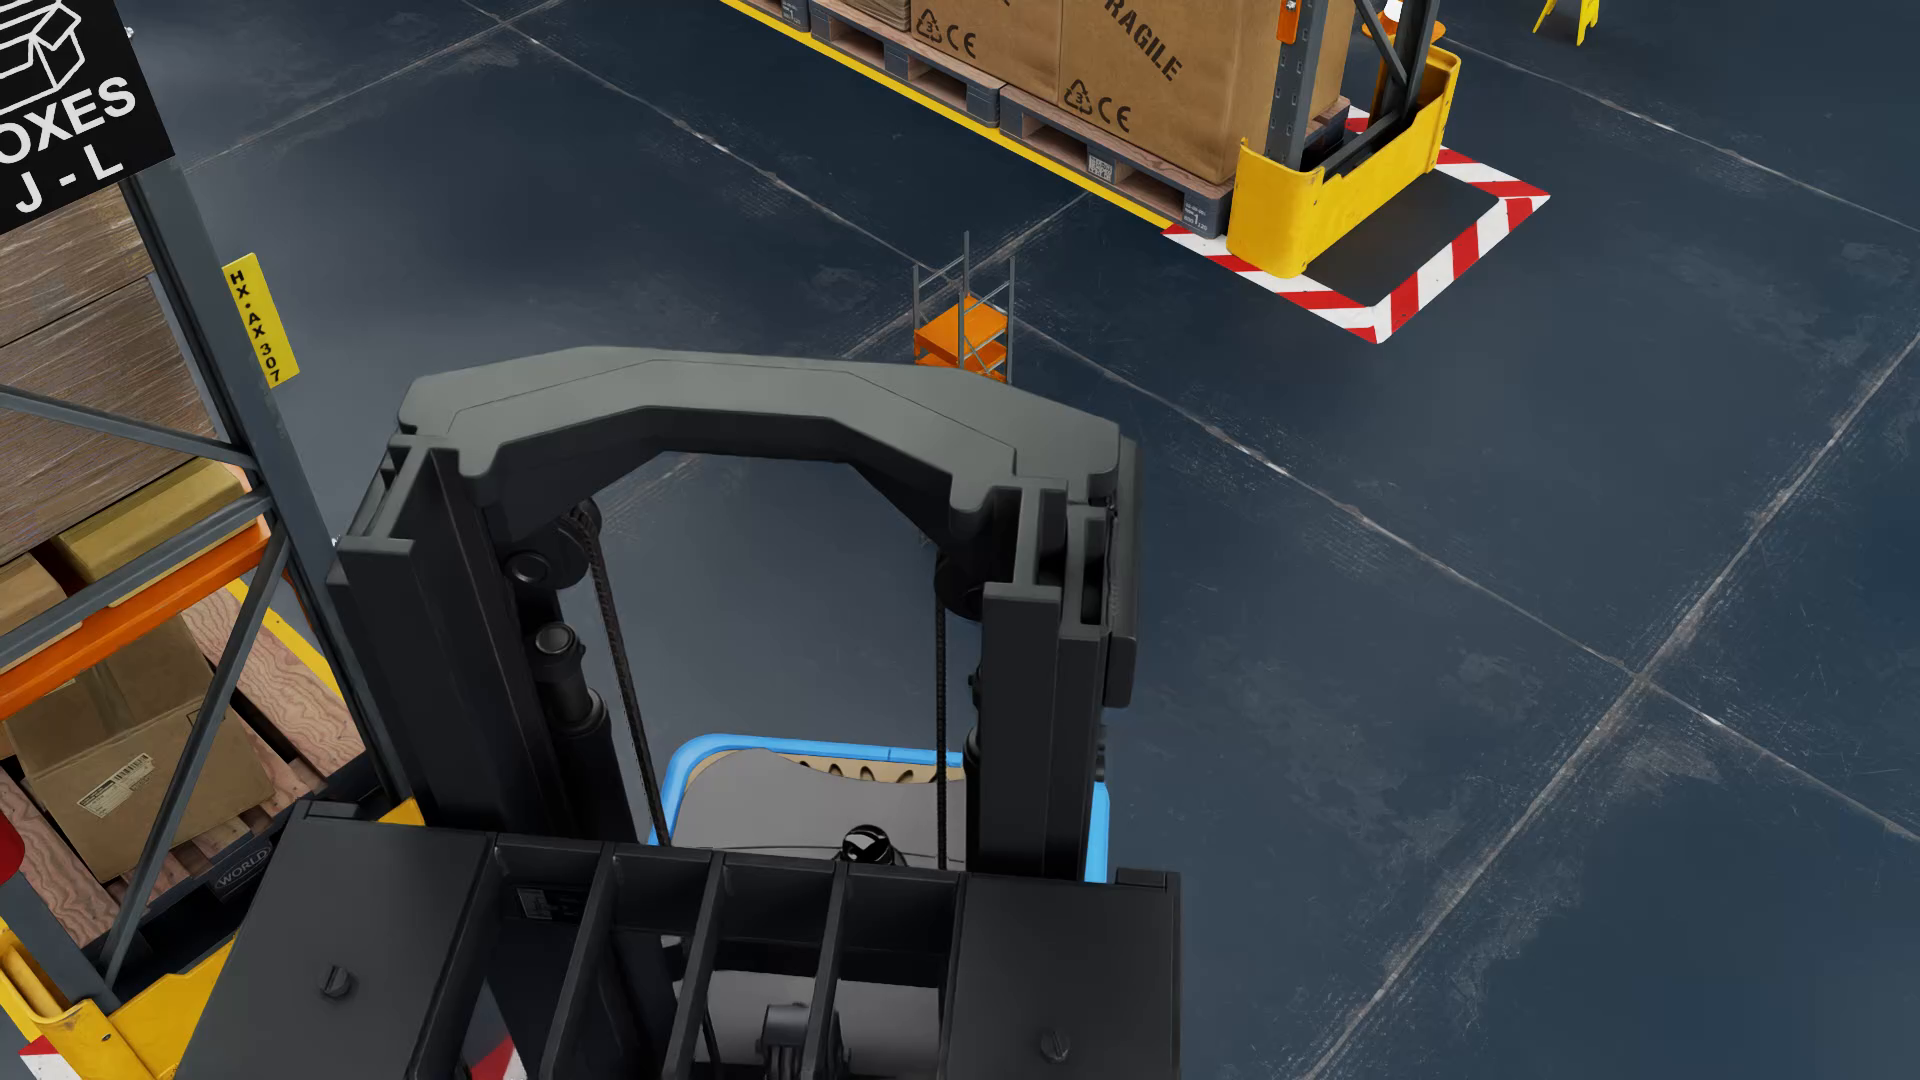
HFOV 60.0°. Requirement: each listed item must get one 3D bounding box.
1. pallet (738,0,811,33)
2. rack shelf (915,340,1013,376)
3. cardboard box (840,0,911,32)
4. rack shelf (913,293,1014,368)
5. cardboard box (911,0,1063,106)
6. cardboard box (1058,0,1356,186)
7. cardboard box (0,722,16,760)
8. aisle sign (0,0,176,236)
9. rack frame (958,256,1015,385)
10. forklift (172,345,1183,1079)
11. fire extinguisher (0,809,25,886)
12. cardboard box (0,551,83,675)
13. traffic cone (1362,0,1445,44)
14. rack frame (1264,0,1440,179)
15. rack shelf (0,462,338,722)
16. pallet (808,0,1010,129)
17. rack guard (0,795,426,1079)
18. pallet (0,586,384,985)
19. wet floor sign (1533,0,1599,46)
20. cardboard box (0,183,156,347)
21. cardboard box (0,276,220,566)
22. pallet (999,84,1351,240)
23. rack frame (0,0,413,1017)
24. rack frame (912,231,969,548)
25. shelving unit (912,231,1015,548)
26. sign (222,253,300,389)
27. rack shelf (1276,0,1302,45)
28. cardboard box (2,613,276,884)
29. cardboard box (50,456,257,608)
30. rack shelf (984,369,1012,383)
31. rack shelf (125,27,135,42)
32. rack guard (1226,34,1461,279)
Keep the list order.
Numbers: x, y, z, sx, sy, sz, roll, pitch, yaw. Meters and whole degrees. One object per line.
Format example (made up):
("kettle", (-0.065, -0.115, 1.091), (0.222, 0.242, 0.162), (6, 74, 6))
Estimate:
("pallet", (-0.855, -3.081, 8.498), (1.213, 0.211, 1.003), (34, 55, 28))
("rack shelf", (0.011, -0.537, 5.163), (0.180, 0.103, 0.258), (34, 55, 28))
("cardboard box", (-0.281, -3.078, 7.752), (0.875, 0.875, 0.875), (34, 56, 28))
("rack shelf", (0.011, -0.620, 5.076), (0.180, 0.103, 0.258), (34, 55, 28))
("cardboard box", (0.388, -2.626, 7.328), (0.875, 0.875, 0.875), (33, 55, 27))
("cardboard box", (1.036, -2.192, 6.920), (0.875, 0.875, 0.875), (34, 56, 28))
("cardboard box", (-2.770, 0.248, 4.886), (0.500, 0.500, 0.500), (-25, 52, -21))
("aisle sign", (-1.610, -0.889, 2.744), (0.004, 0.787, 0.394), (34, 55, 28))
("rack frame", (0.078, -0.358, 5.263), (0.006, 1.200, 0.240), (34, 55, 28))
("forklift", (-0.304, 1.280, 2.537), (1.130, 2.935, 3.031), (4, 47, 4))
("fire extinguisher", (-2.088, 0.461, 3.312), (0.183, 0.674, 0.296), (34, 55, 28))
("cardboard box", (-2.209, 0.187, 3.689), (0.250, 0.149, 0.380), (34, 55, 28))
("traffic cone", (2.152, -2.631, 7.903), (0.334, 0.463, 0.336), (34, 55, 28))
("rack frame", (1.579, -2.476, 6.017), (0.127, 3.000, 1.000), (34, 55, 28))
("rack shelf", (-3.329, -0.611, 4.760), (4.000, 0.370, 1.077), (34, 55, 28))
("pallet", (0.046, -2.478, 7.932), (1.213, 0.211, 1.003), (34, 55, 28))
("rack guard", (-1.915, 0.949, 4.516), (0.348, 0.500, 1.175), (34, 55, 28))
("pallet", (-2.488, 0.628, 5.016), (1.213, 0.211, 1.003), (34, 55, 28))
("wet floor sign", (2.943, -2.716, 7.858), (0.232, 0.644, 0.267), (25, 52, 22))
("cardboard box", (-2.079, -0.765, 3.452), (0.500, 0.500, 0.500), (34, 55, 28))
("cardboard box", (-2.245, -0.291, 3.693), (0.500, 0.500, 0.875), (34, 55, 28))
("pallet", (0.938, -1.875, 7.366), (1.213, 0.211, 1.003), (34, 55, 28))
("rack frame", (-1.859, 0.131, 3.569), (0.127, 3.000, 1.000), (34, 55, 28))
("rack frame", (-0.057, -0.449, 5.348), (0.006, 1.200, 0.240), (34, 55, 28))
("shelving unit", (0.011, -0.404, 5.306), (0.189, 1.200, 0.258), (34, 55, 28))
("sign", (-1.492, -0.456, 3.527), (0.005, 0.325, 0.100), (34, 55, 28))
("rack shelf", (0.109, -3.219, 7.208), (4.000, 0.370, 1.077), (34, 55, 28))
("cardboard box", (-2.307, 0.525, 4.626), (0.500, 0.500, 0.500), (-28, 53, -24))
("cardboard box", (-1.907, -0.051, 3.913), (0.250, 0.149, 0.380), (34, 55, 28))
("rack shelf", (0.011, -0.455, 5.251), (0.180, 0.103, 0.258), (34, 55, 28))
("rack shelf", (-3.329, -1.638, 3.666), (4.000, 0.370, 1.077), (34, 55, 28))
("rack guard", (1.596, -1.608, 6.917), (0.348, 0.500, 1.175), (34, 55, 28))
